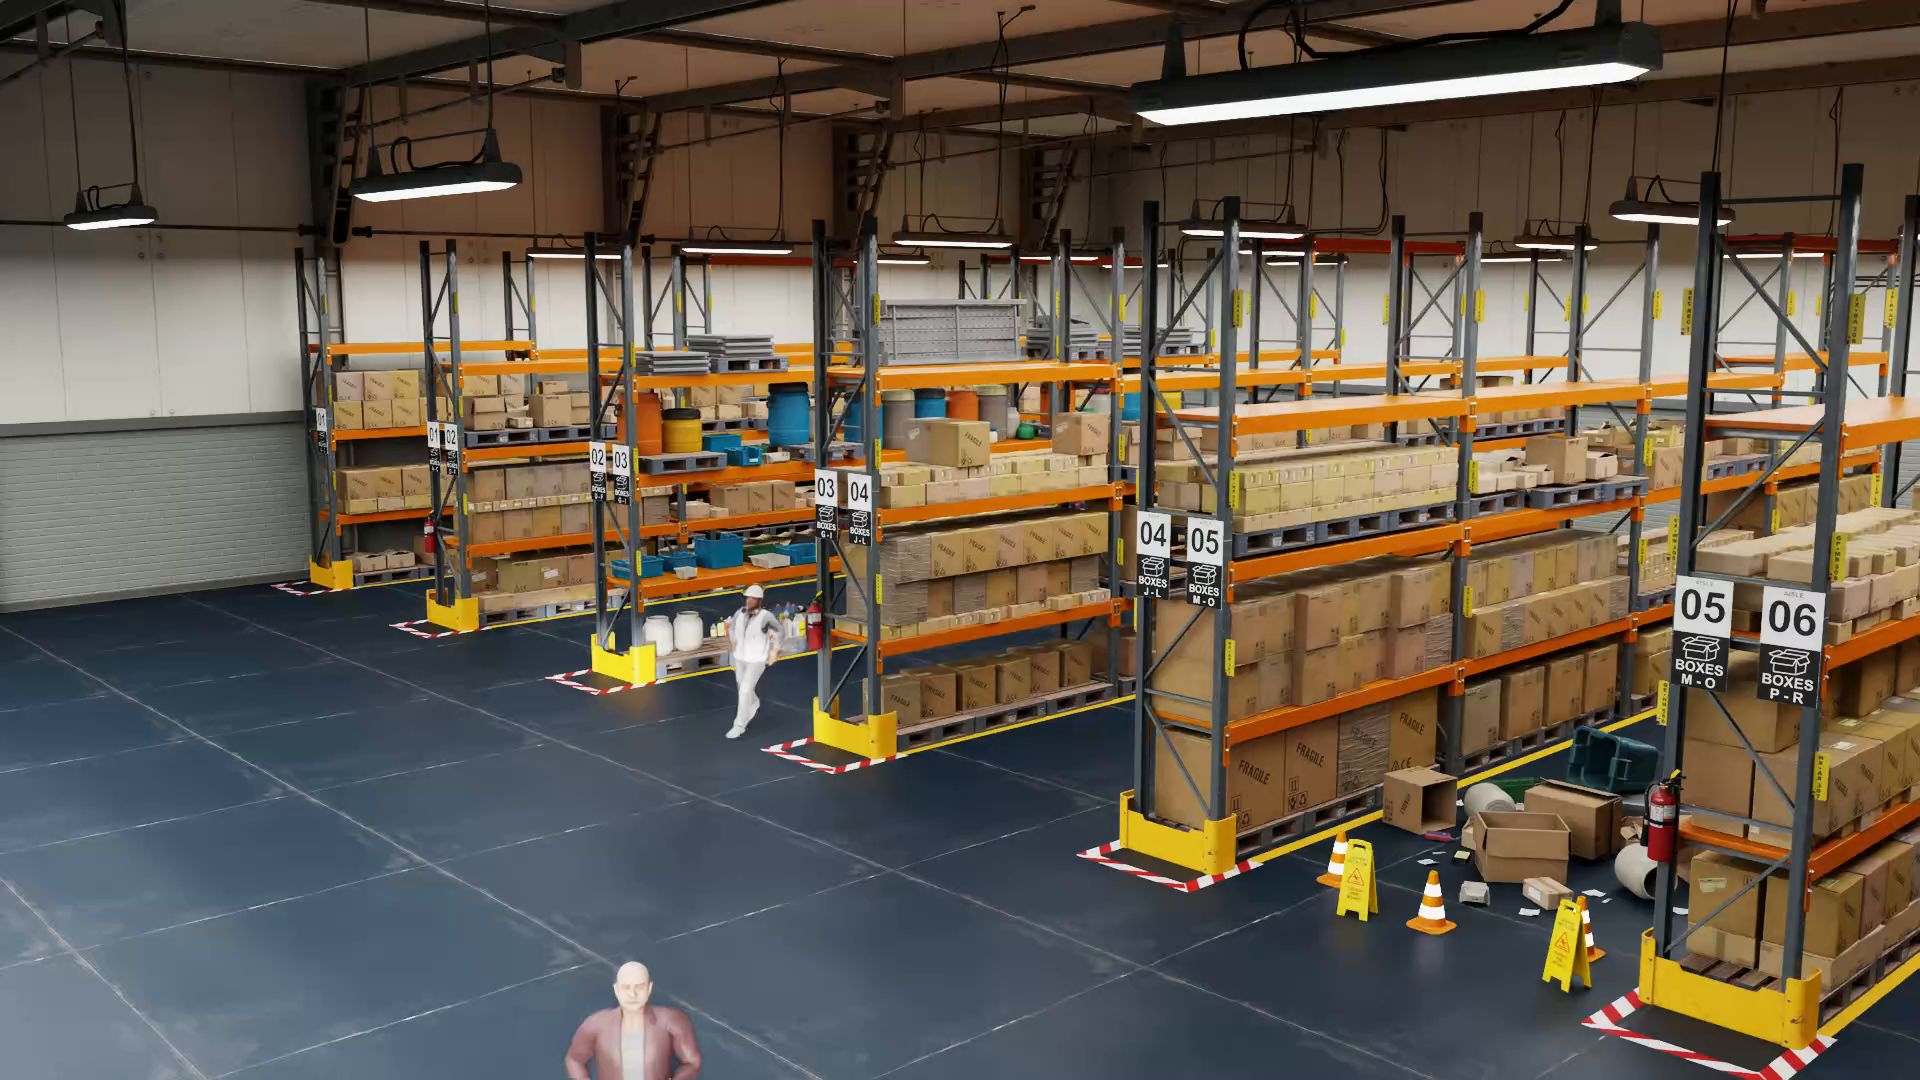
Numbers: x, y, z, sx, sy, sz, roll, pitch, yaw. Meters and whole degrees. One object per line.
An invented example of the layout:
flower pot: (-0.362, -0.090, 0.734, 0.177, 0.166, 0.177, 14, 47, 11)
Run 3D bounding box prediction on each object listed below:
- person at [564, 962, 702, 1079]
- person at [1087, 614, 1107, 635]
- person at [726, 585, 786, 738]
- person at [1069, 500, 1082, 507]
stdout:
person: (-1.703, 3.049, 8.699, 0.716, 1.736, 0.833, -1, 8, -10)
person: (2.034, 0.551, 23.979, 0.501, 1.670, 0.608, -8, 11, -42)
person: (-2.442, 1.403, 19.723, 0.707, 1.774, 0.885, 4, 9, 25)
person: (2.362, -0.463, 32.708, 0.675, 1.688, 0.830, 6, 10, 36)
